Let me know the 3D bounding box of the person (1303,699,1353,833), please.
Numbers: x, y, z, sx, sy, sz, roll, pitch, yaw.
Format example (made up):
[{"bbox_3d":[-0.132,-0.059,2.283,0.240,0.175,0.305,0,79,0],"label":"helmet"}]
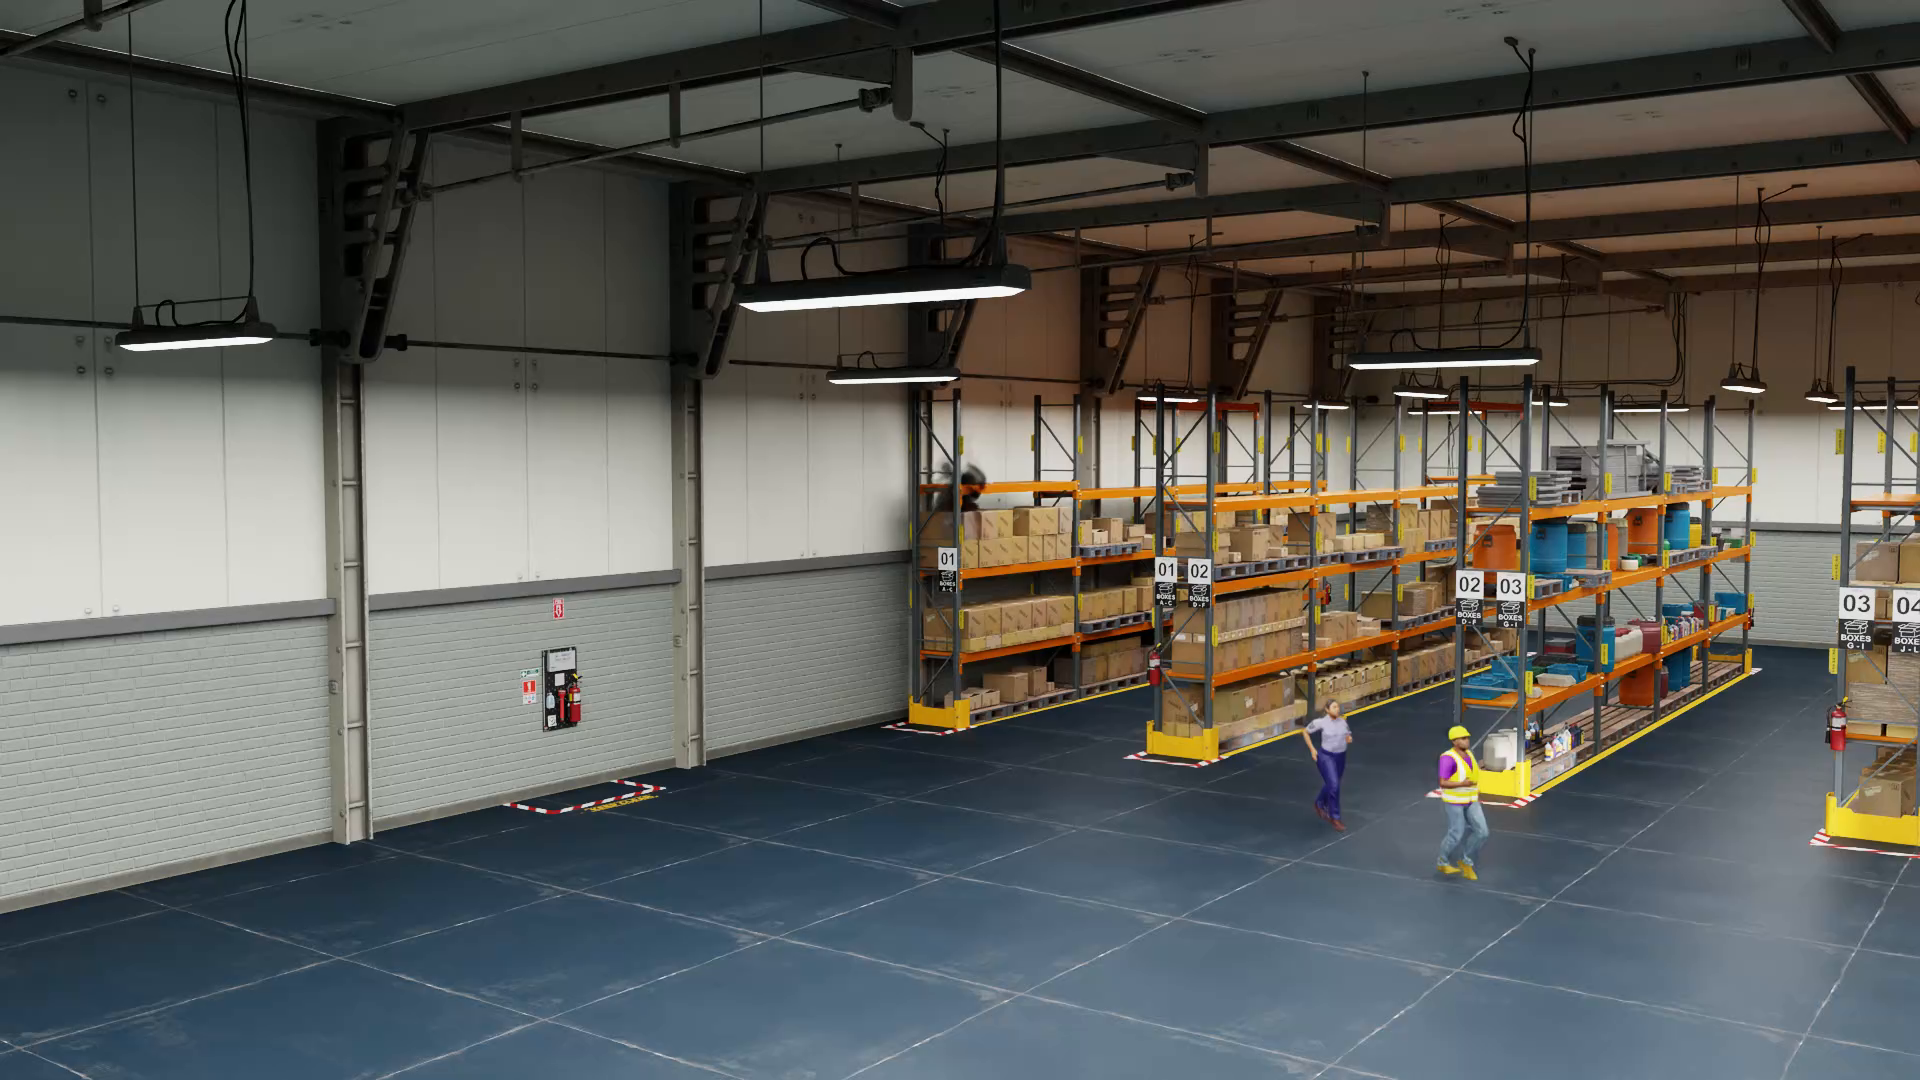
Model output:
[{"bbox_3d":[4.876,2.926,21.841,0.588,1.689,0.820,-2,4,-29],"label":"person"}]

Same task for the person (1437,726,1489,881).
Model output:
[{"bbox_3d":[5.786,3.037,19.114,0.677,1.795,0.683,-2,4,-30],"label":"person"}]
